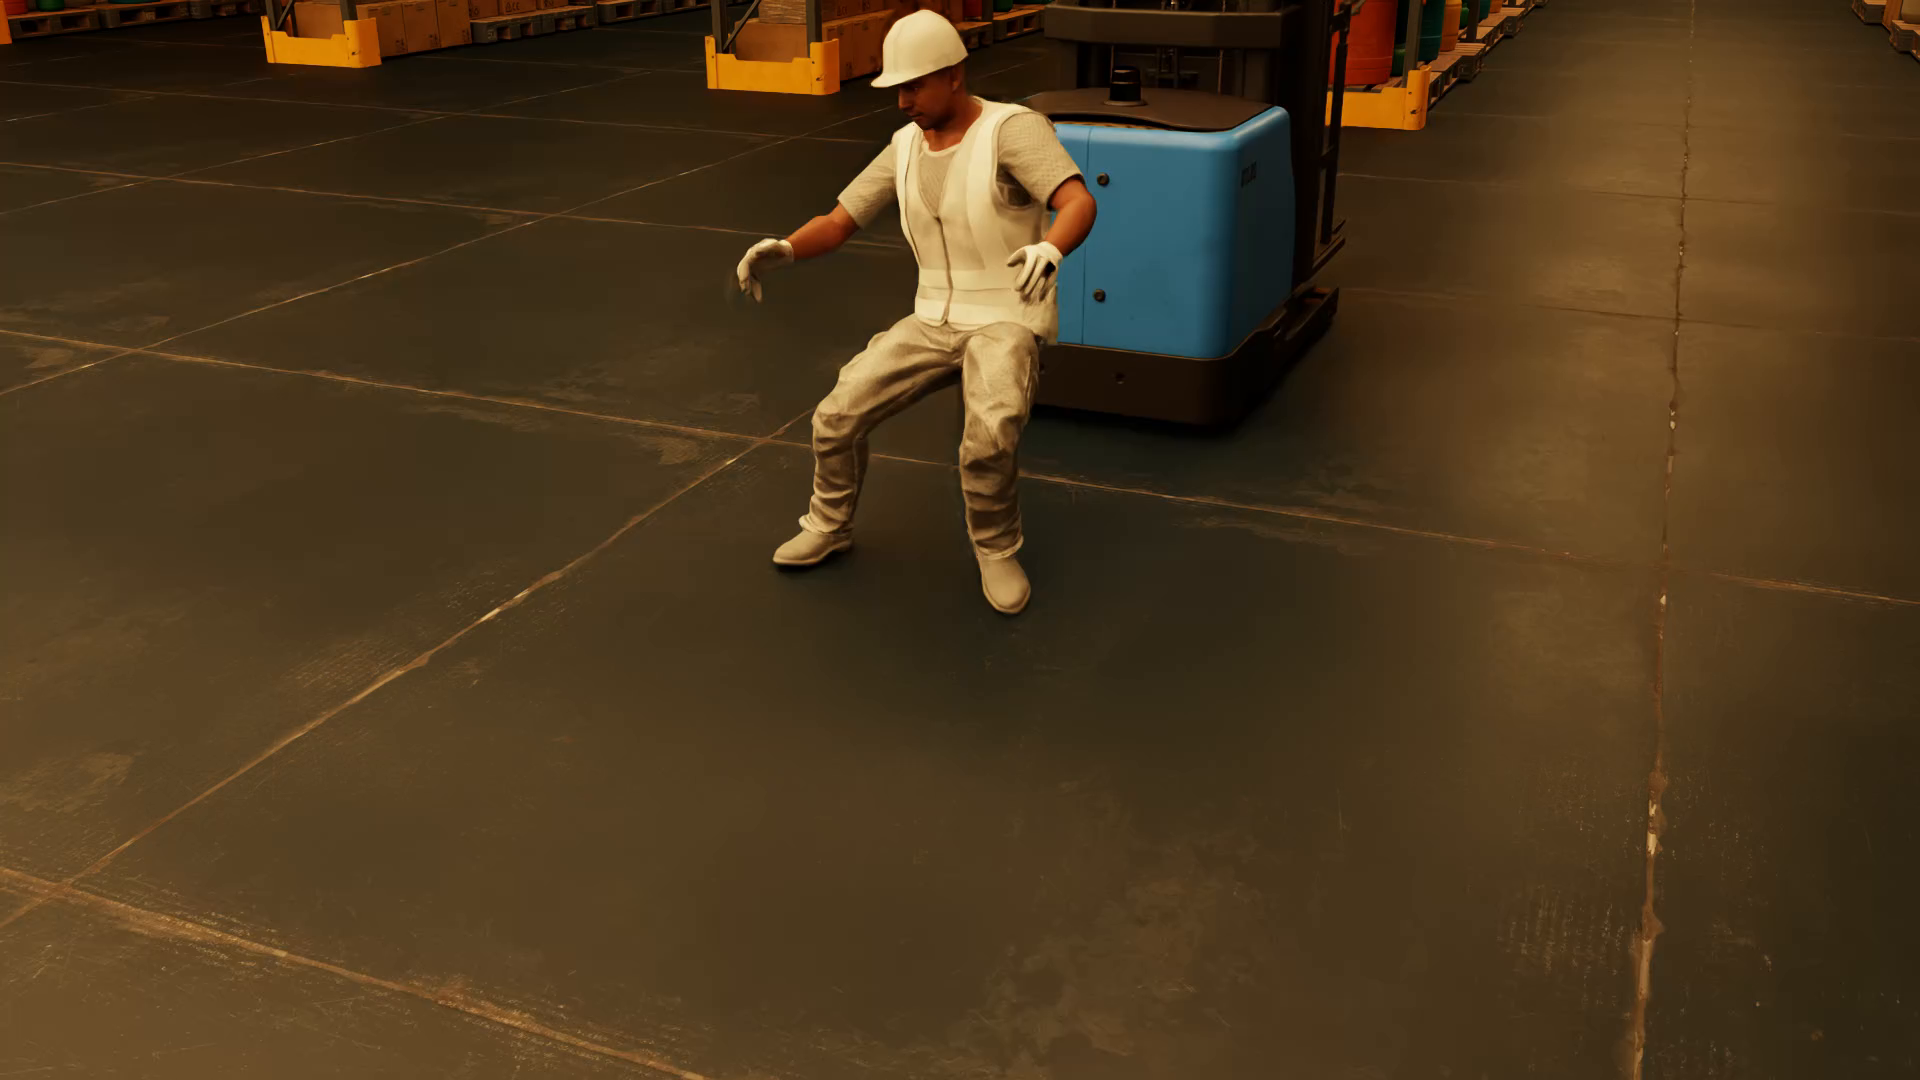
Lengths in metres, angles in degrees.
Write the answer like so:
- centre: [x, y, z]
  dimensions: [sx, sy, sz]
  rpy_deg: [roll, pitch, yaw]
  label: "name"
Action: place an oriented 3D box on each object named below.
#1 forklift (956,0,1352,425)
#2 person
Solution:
- centre: [1.036, -2.295, 6.783]
  dimensions: [1.130, 2.935, 3.031]
  rpy_deg: [9, 24, 22]
  label: "forklift"
- centre: [-0.081, -0.581, 4.451]
  dimensions: [1.004, 1.574, 0.766]
  rpy_deg: [18, 29, 37]
  label: "person"
